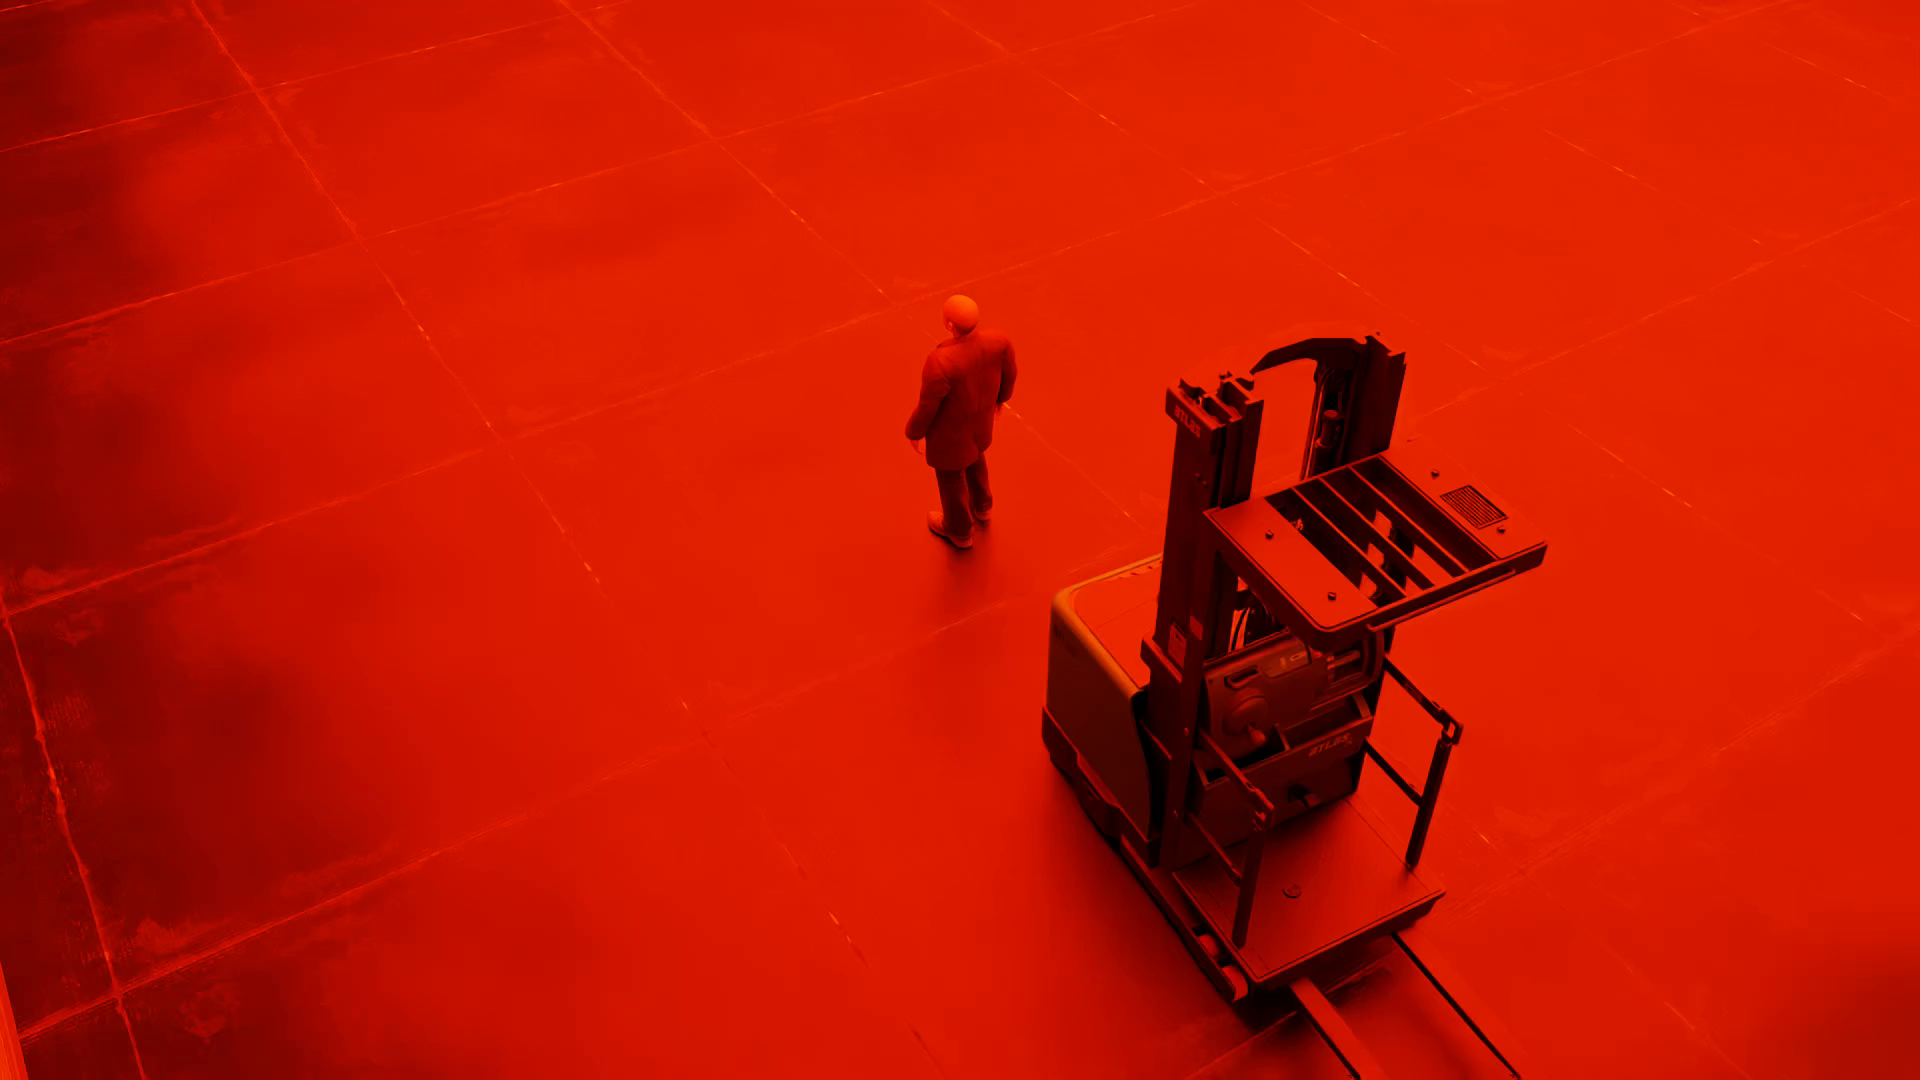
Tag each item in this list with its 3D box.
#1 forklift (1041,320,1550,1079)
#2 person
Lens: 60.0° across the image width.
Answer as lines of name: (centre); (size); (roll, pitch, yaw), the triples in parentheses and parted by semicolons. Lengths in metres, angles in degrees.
forklift: (1.562, 0.676, 7.097); (1.130, 2.935, 3.031); (-19, 45, -21)
person: (-0.046, -0.727, 9.569); (0.696, 1.777, 0.580); (-23, 46, -24)
